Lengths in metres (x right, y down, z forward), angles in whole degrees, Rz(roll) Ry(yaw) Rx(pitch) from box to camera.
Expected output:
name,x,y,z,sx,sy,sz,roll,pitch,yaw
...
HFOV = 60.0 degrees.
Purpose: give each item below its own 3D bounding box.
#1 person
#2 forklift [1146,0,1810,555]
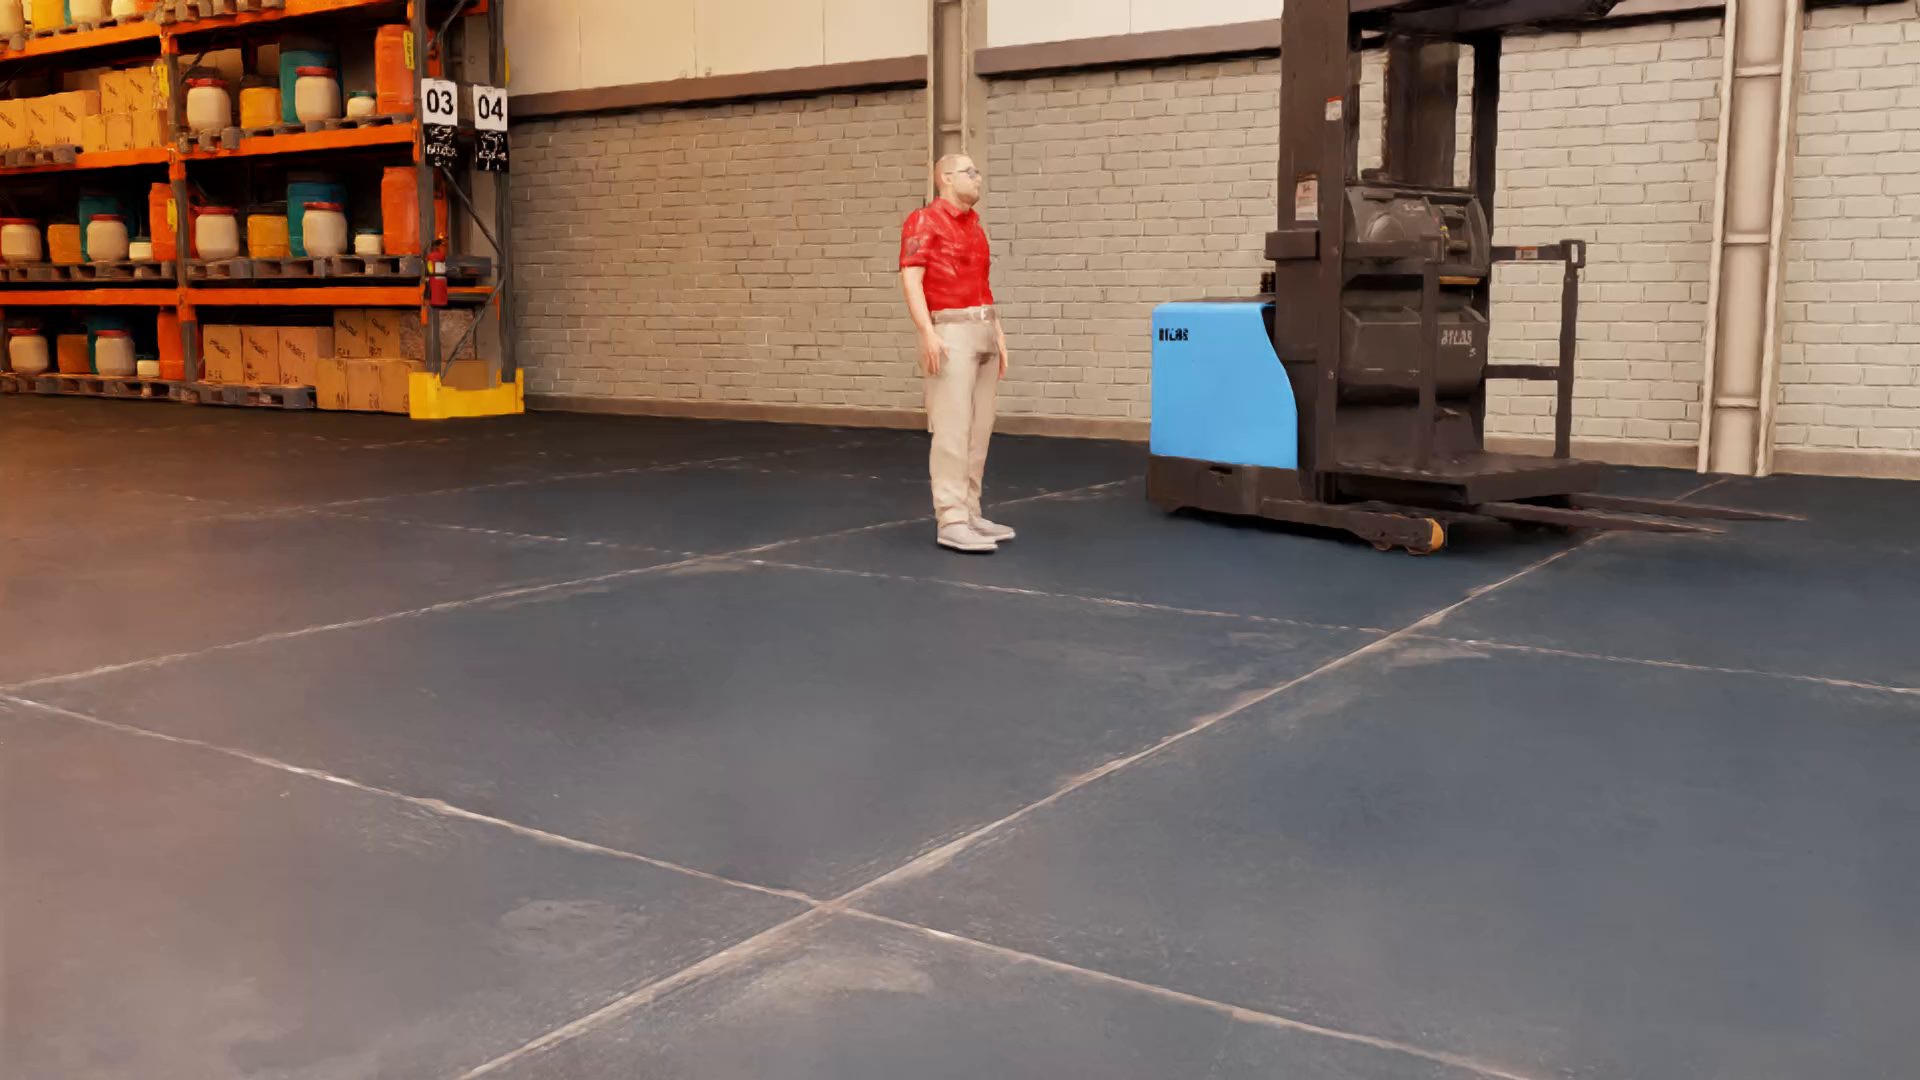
name,x,y,z,sx,sy,sz,roll,pitch,yaw
person,0.068,-0.855,7.421,0.550,1.727,0.640,5,10,34
forklift,2.231,-1.461,7.469,1.130,2.935,3.031,-6,10,-36
